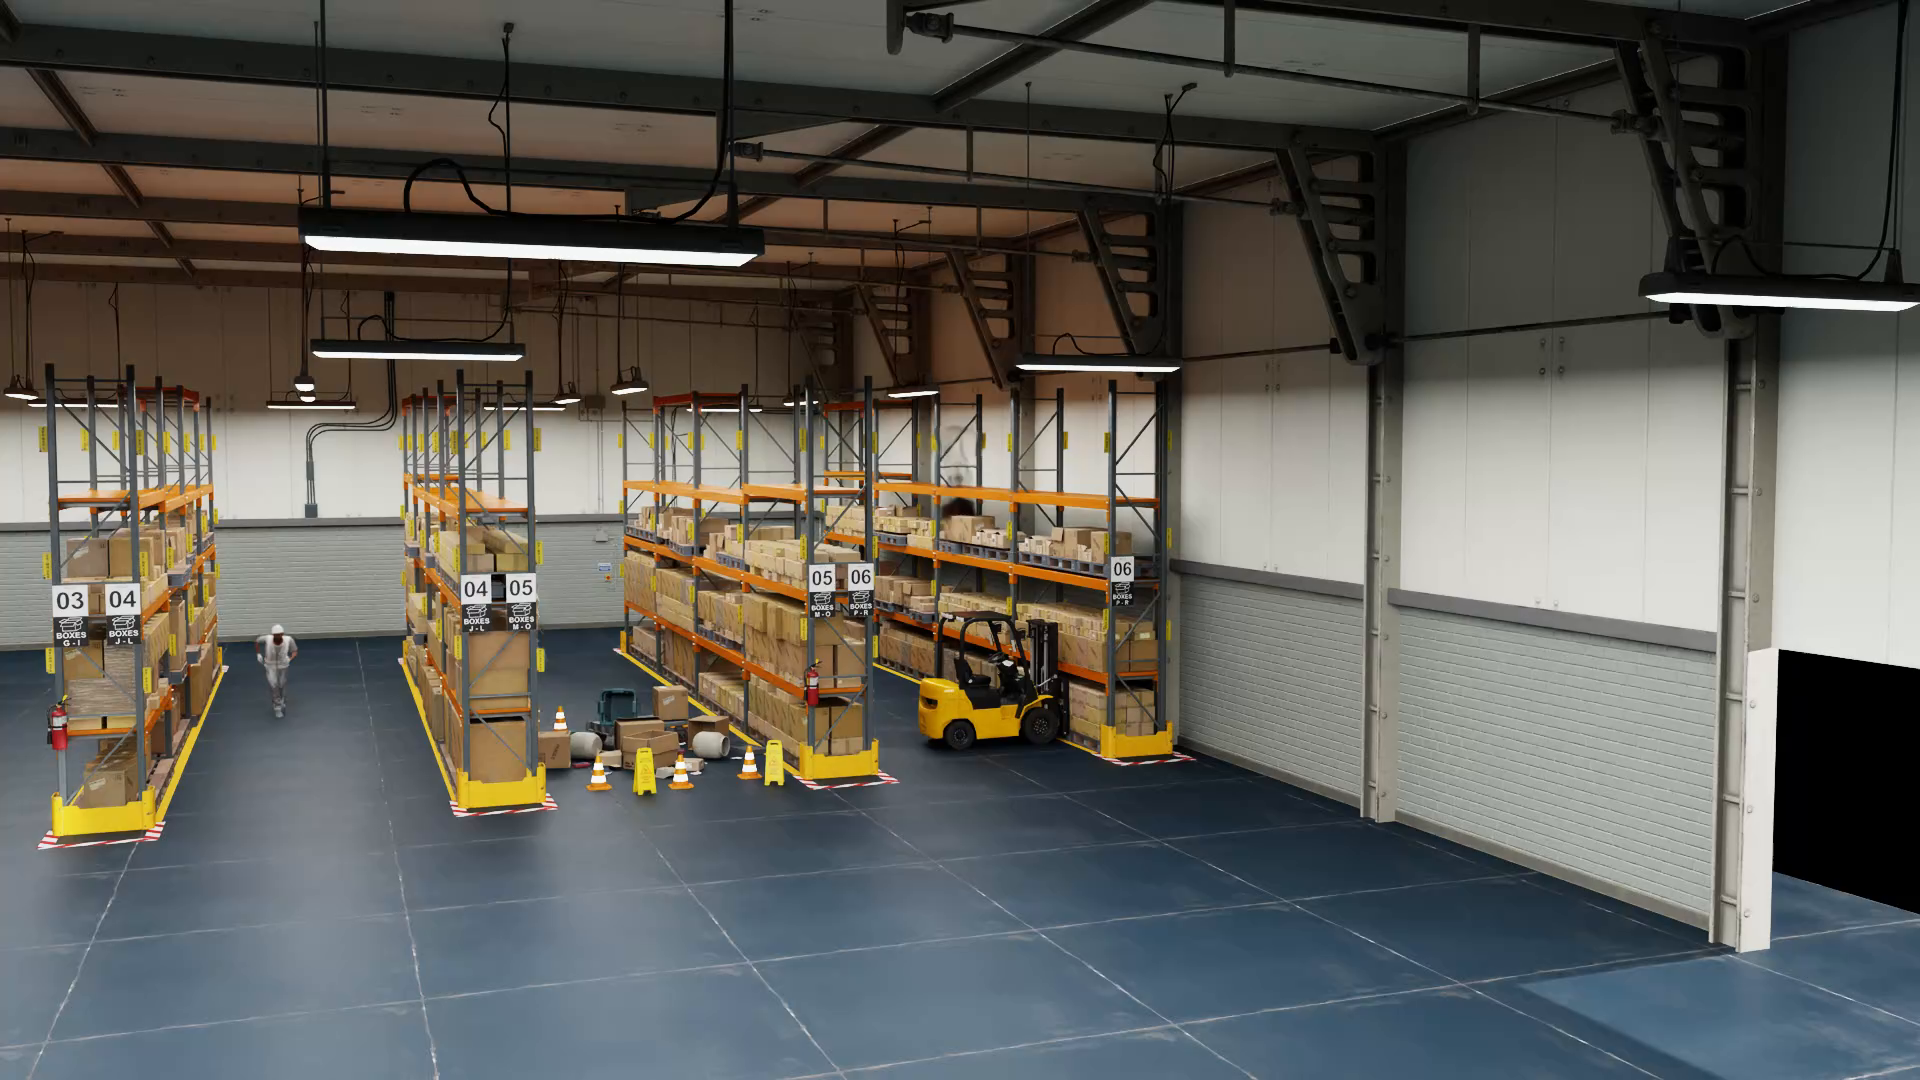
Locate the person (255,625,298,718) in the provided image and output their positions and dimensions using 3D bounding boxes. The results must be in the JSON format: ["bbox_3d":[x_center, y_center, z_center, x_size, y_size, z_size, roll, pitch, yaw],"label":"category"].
[{"bbox_3d":[-12.580,2.392,30.631,0.729,1.732,1.054,-1,4,-23],"label":"person"}]
